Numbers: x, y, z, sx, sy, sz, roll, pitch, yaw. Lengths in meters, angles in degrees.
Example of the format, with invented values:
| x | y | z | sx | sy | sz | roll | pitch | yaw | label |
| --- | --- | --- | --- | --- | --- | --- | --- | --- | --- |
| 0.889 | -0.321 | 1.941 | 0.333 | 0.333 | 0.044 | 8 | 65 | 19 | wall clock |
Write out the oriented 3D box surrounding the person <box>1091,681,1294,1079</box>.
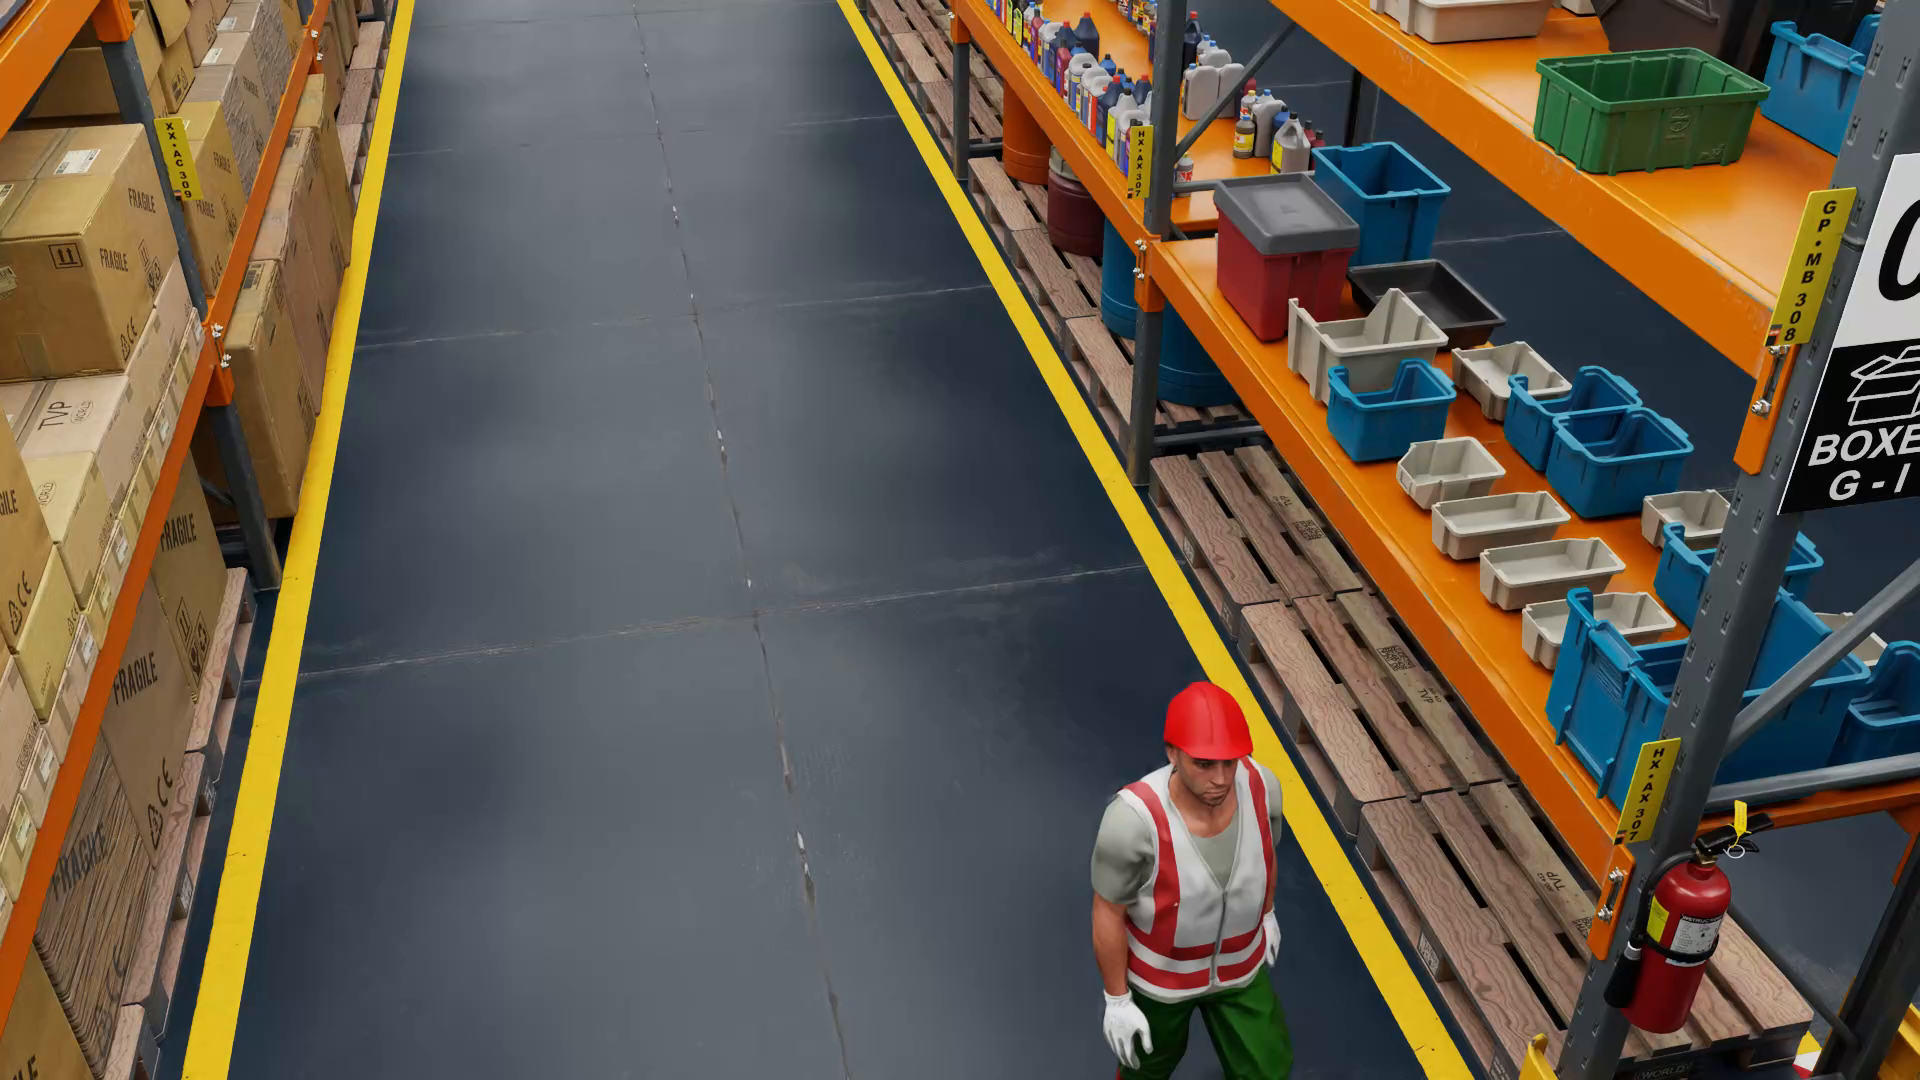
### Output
| x | y | z | sx | sy | sz | roll | pitch | yaw | label |
| --- | --- | --- | --- | --- | --- | --- | --- | --- | --- |
| 0.631 | 1.161 | 4.398 | 0.598 | 1.834 | 0.504 | -10 | 35 | -14 | person |
